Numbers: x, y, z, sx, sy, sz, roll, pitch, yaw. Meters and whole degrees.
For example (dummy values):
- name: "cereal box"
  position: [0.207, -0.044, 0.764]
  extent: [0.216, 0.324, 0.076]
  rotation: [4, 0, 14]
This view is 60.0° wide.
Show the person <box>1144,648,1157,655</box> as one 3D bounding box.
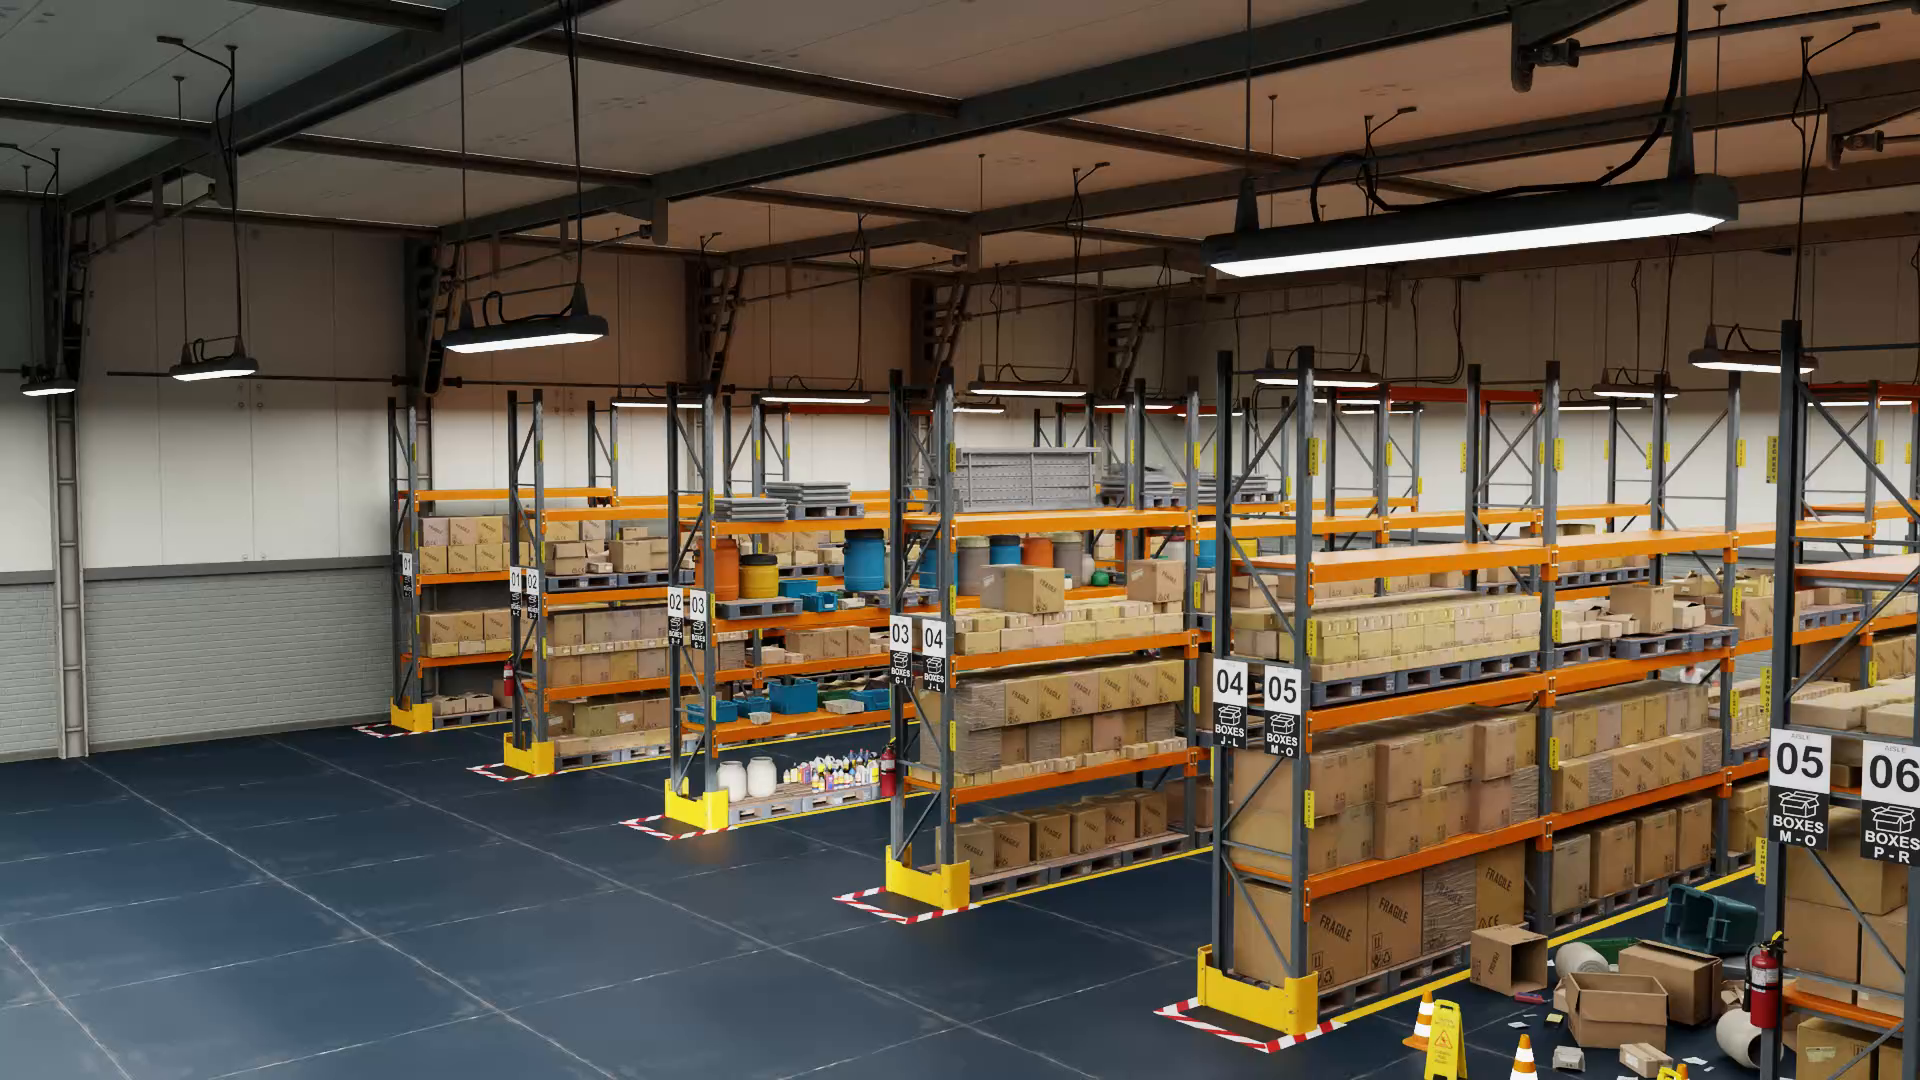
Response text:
- name: "person"
  position: [3.611, 2.354, 32.492]
  extent: [0.724, 1.705, 1.061]
  rotation: [3, 5, 42]

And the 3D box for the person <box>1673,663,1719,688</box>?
- name: "person"
  position: [11.909, 2.708, 27.015]
  extent: [0.928, 1.788, 0.685]
  rotation: [-3, 5, -43]
